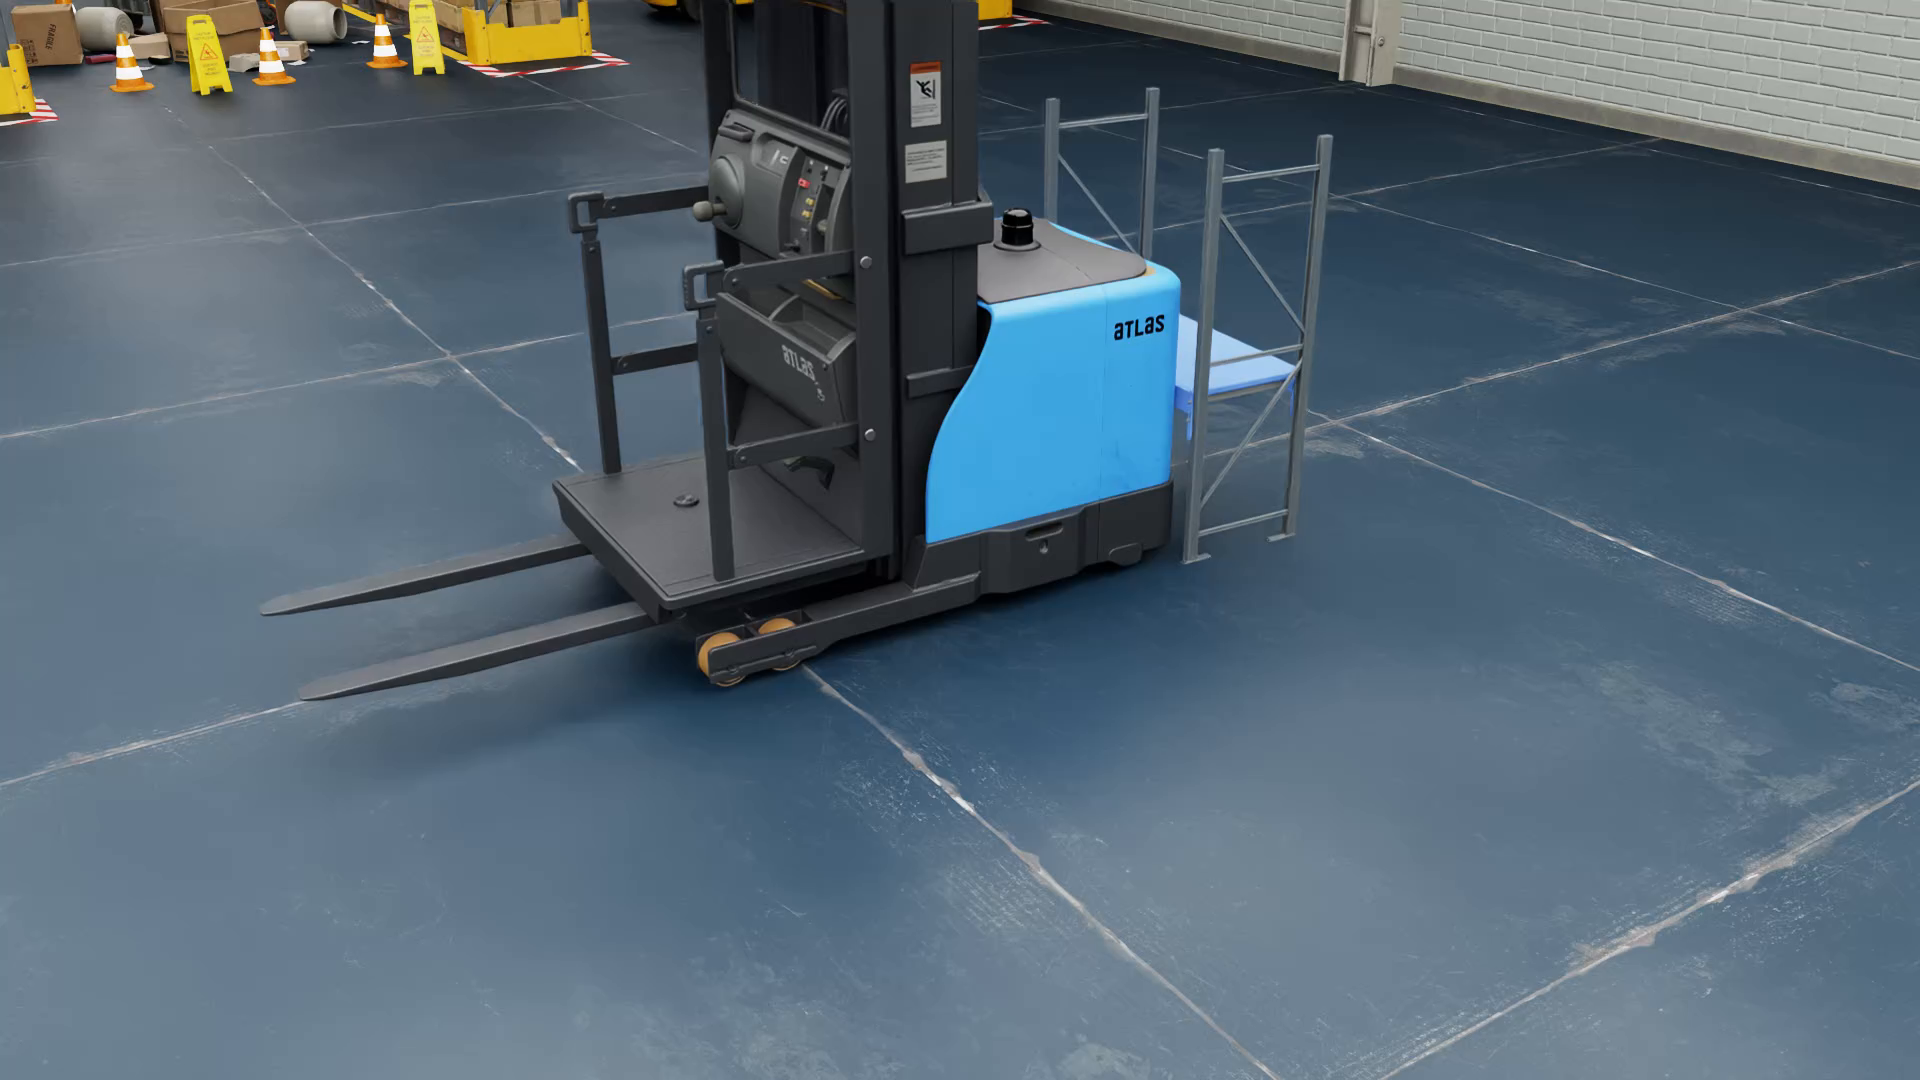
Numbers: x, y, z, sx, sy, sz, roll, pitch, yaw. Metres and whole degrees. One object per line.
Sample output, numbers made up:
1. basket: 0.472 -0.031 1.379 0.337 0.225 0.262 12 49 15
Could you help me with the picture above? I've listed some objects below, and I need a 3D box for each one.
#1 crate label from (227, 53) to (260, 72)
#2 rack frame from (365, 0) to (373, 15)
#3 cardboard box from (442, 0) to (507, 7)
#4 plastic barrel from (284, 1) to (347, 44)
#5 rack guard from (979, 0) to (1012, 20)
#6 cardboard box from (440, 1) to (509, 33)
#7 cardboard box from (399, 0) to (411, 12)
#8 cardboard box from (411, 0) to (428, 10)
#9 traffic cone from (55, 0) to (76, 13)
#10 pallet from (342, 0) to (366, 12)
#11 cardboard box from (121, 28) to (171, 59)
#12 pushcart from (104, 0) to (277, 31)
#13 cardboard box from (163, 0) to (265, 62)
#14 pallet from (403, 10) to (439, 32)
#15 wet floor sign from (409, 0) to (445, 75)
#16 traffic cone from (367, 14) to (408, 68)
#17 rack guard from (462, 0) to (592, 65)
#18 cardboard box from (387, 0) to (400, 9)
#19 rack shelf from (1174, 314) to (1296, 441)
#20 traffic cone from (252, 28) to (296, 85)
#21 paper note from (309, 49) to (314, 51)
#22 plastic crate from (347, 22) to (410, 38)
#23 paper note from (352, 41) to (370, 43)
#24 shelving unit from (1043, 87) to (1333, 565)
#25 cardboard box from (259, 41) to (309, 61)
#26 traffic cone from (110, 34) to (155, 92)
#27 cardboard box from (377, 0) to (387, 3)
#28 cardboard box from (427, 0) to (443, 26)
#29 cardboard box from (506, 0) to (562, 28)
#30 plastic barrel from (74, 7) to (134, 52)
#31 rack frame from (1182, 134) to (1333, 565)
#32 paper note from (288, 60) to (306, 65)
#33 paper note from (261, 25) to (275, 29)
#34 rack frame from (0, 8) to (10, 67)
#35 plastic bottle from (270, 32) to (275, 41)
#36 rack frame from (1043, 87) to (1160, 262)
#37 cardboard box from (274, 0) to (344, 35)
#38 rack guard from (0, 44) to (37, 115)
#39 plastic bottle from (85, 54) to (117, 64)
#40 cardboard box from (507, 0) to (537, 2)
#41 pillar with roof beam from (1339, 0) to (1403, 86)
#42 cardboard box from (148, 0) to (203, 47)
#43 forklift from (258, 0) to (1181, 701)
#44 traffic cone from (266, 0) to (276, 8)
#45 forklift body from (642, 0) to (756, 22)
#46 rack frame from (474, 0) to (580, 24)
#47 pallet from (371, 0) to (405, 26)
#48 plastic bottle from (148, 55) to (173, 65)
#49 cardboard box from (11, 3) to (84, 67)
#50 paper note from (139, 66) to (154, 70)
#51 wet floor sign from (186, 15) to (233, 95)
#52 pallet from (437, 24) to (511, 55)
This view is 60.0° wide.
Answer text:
1. crate label: -6.679 -4.473 15.564 0.298 0.136 0.250 12 28 24
2. rack frame: -6.322 -7.458 18.536 1.000 3.000 0.127 -16 29 -30
3. cardboard box: -4.794 -5.539 16.320 0.500 0.500 0.500 -15 29 -29
4. plastic barrel: -6.534 -5.249 16.872 0.512 0.421 0.421 3 25 6
5. rack guard: 0.032 -6.047 18.473 1.175 0.500 0.348 -16 29 -30
6. cardboard box: -4.818 -5.209 16.500 0.500 0.250 0.500 -16 29 -30
7. cardboard box: -5.633 -5.754 17.653 0.500 0.250 0.500 -16 30 -30
8. cardboard box: -5.371 -5.574 17.272 0.500 0.250 0.500 -17 30 -31
9. traffic cone: -9.881 -5.953 18.318 0.336 0.463 0.334 -16 29 -30
10. pallet: -6.748 -6.476 19.720 1.003 0.211 1.213 -16 29 -30
11. cardboard box: -7.933 -4.847 16.206 0.396 0.266 0.258 -10 27 -21
12. pushcart: -8.205 -5.723 17.932 0.936 0.377 1.648 18 31 33
13. cardboard box: -7.218 -4.937 16.119 0.637 0.503 0.797 7 26 15
14. pallet: -5.255 -5.529 17.714 1.003 0.211 1.213 -16 29 -30
15. wet floor sign: -4.931 -4.646 15.335 0.267 0.644 0.232 -6 26 -12
16. traffic cone: -5.454 -4.734 15.735 0.336 0.463 0.334 -16 29 -30
17. rack guard: -4.180 -4.925 16.096 1.175 0.500 0.348 -16 29 -30
18. cardboard box: -5.925 -5.943 18.054 0.500 0.250 0.500 -14 29 -27
19. rack shelf: 0.794 -0.673 6.341 0.538 0.185 1.000 -13 28 -26
20. traffic cone: -6.198 -4.353 14.930 0.336 0.463 0.334 -16 29 -30
21. paper note: -6.474 -4.892 16.602 0.032 0.001 0.123 -16 29 -30
22. plastic crate: -6.152 -5.386 17.564 0.583 0.080 0.402 18 31 33
23. paper note: -6.132 -5.104 17.026 0.148 0.019 0.142 18 31 33
24. shelving unit: 0.794 -0.836 6.264 0.538 1.500 1.048 -13 28 -26
25. cardboard box: -6.546 -4.736 16.109 0.380 0.149 0.250 -1 25 -3
26. traffic cone: -7.331 -4.212 14.630 0.336 0.463 0.334 -16 29 -30
27. cardboard box: -6.226 -6.131 18.453 0.500 0.250 0.500 -17 30 -32
28. cardboard box: -5.081 -5.388 16.878 0.500 0.250 0.500 -15 29 -29
29. cardboard box: -4.347 -5.327 16.750 0.500 0.250 0.500 -16 30 -30
30. plastic barrel: -8.509 -5.055 16.463 0.512 0.421 0.421 3 25 6
31. rack frame: 1.040 -0.646 5.862 0.500 1.500 0.032 -13 28 -26
32. paper note: -6.322 -4.559 15.872 0.142 0.019 0.148 18 31 33
33. paper note: -7.462 -5.529 17.926 0.148 0.019 0.142 -16 29 -30
34. rack frame: -8.230 -4.838 12.985 1.000 3.000 0.127 -16 29 -30
35. plastic bottle: -7.189 -5.231 17.259 0.133 0.061 0.283 -10 27 -21
36. rack frame: 0.548 -1.026 6.667 0.500 1.500 0.032 -13 28 -26
37. cardboard box: -6.877 -5.629 17.585 0.500 0.500 0.500 3 25 6
38. rack guard: -8.217 -3.699 13.500 1.175 0.500 0.348 -16 29 -30
39. plastic bottle: -8.239 -4.628 15.981 0.133 0.061 0.283 18 31 33
40. cardboard box: -4.360 -5.675 16.608 0.500 0.500 0.500 -17 30 -31
41. pillar with roof beam: 0.062 -7.208 10.979 9.100 9.000 0.400 -16 29 -30
42. cardboard box: -7.736 -5.331 16.794 0.797 0.637 0.503 -16 29 -30
43. forklift: -0.757 -1.120 5.188 3.031 2.935 1.130 -14 29 -28
44. traffic cone: -8.172 -6.429 19.325 0.336 0.463 0.334 -16 29 -30
45. forklift body: -2.545 -7.055 18.675 2.313 2.155 1.214 -16 29 -30
46. rack frame: -4.138 -6.028 15.505 1.000 3.000 0.127 -16 29 -30
47. pallet: -5.926 -5.965 18.639 1.003 0.211 1.213 -16 29 -30
48. plastic bottle: -7.672 -4.599 15.921 0.283 0.061 0.133 18 31 33
49. cardboard box: -8.707 -4.823 15.879 0.500 0.500 0.500 -10 27 -21
50. paper note: -7.641 -4.436 15.613 0.144 0.017 0.142 -6 26 -12
51. wet floor sign: -6.556 -4.224 14.443 0.267 0.644 0.232 -22 33 -38
52. pallet: -4.594 -5.093 16.791 1.003 0.211 1.213 -16 29 -30
